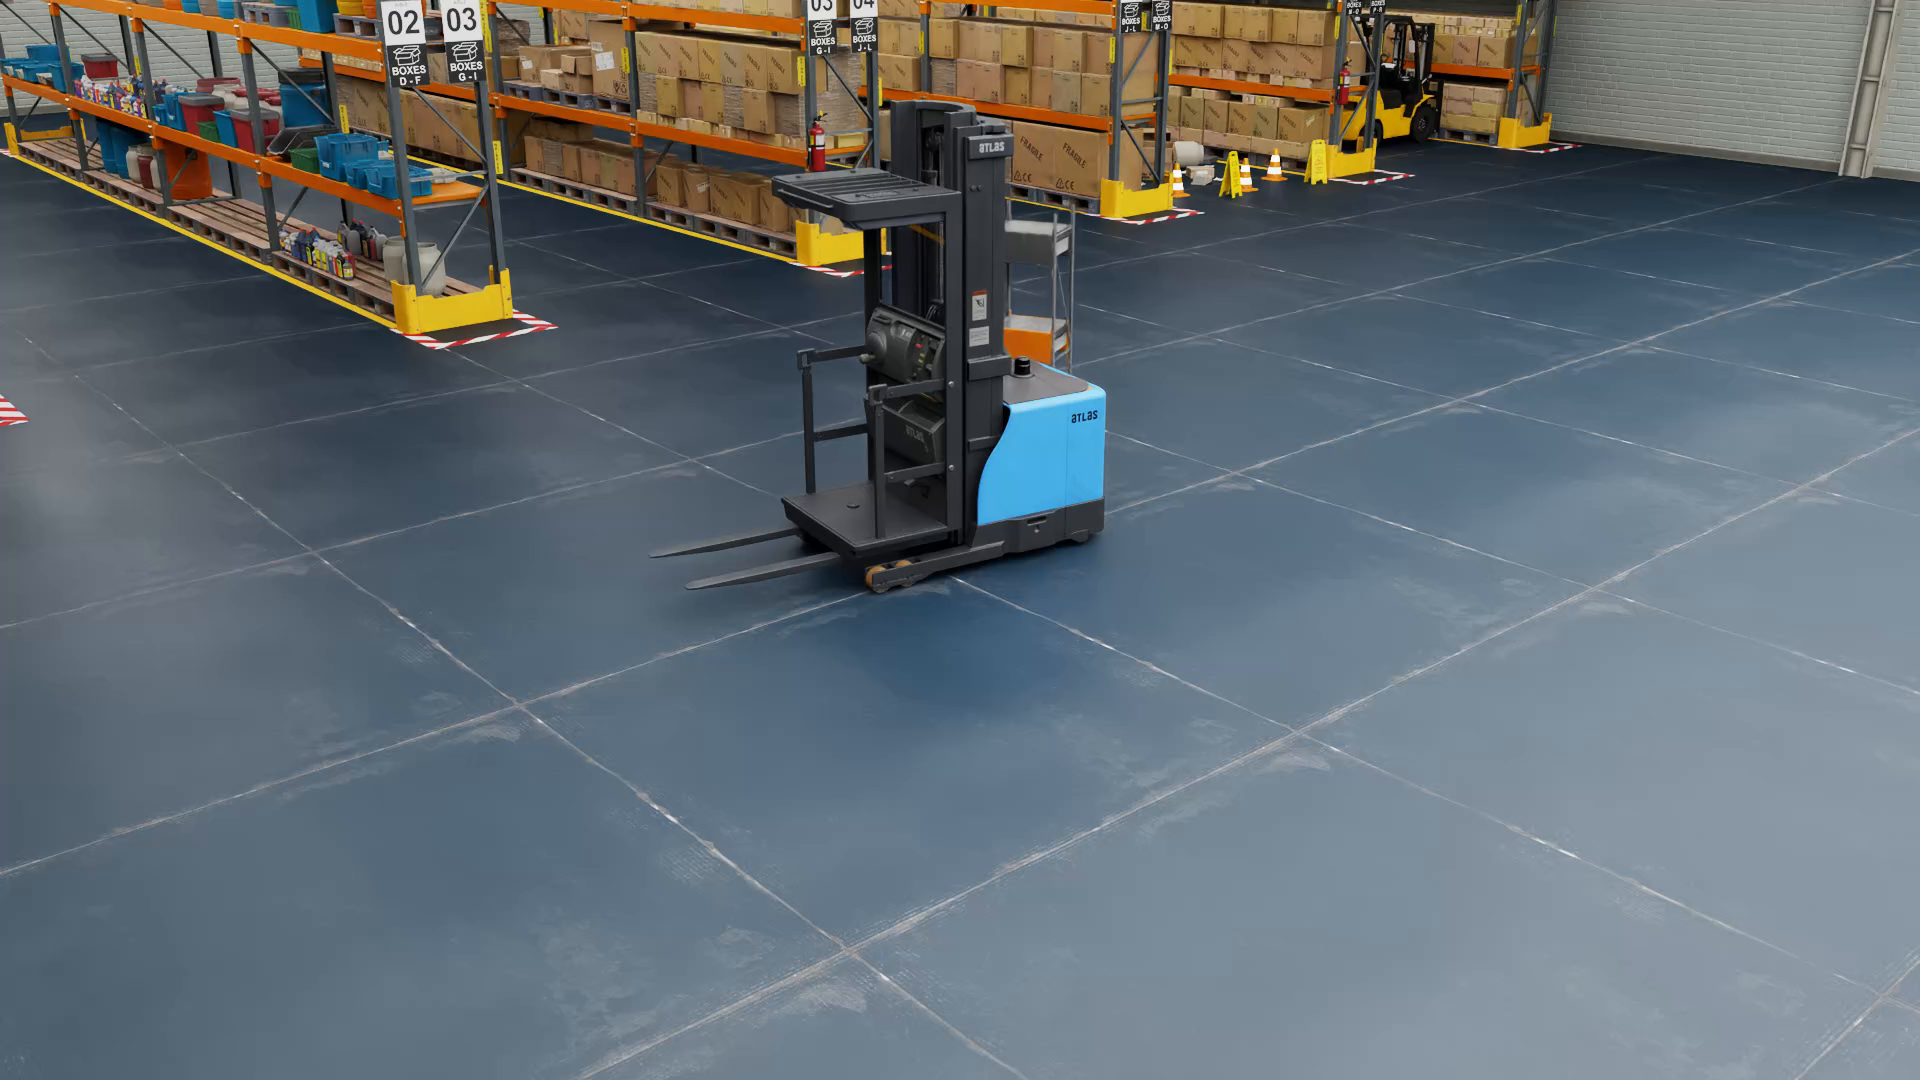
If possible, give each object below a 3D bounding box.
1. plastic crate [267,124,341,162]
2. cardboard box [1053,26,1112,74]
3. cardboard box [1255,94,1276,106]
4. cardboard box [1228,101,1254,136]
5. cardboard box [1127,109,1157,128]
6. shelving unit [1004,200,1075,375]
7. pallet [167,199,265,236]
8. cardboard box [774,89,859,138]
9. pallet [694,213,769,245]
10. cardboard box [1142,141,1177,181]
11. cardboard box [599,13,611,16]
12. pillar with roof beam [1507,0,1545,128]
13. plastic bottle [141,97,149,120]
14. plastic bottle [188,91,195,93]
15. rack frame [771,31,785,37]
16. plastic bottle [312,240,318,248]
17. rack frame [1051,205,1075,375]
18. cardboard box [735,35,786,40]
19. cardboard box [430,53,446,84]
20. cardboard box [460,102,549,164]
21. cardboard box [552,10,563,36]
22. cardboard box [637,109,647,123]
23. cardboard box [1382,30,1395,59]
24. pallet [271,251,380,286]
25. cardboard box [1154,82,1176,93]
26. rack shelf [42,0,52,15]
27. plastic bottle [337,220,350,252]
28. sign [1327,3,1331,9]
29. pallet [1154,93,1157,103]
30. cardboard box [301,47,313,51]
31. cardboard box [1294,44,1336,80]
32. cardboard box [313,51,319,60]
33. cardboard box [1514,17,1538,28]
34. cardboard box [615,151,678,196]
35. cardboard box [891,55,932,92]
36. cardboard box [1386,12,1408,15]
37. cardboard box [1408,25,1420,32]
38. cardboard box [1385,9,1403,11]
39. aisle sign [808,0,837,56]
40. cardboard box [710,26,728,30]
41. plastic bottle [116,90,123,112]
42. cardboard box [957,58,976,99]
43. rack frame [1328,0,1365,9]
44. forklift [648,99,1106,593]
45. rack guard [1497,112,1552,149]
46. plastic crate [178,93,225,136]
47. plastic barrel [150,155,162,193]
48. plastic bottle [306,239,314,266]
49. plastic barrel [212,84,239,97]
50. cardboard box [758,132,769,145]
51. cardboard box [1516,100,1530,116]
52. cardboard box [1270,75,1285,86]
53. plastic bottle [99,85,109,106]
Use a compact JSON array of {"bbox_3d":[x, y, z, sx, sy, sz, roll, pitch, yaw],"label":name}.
[{"bbox_3d":[-7.501,-4.536,19.038,0.767,0.338,0.504,-17,27,-37],"label":"plastic crate"},{"bbox_3d":[1.799,-6.781,22.999,0.875,0.550,0.550,-17,27,-37],"label":"cardboard box"},{"bbox_3d":[4.952,-7.055,26.660,0.380,0.149,0.250,-17,27,-37],"label":"cardboard box"},{"bbox_3d":[4.737,-6.882,27.107,0.500,0.500,0.500,-18,28,-39],"label":"cardboard box"},{"bbox_3d":[3.169,-7.395,29.278,0.950,0.372,0.625,-17,27,-37],"label":"cardboard box"},{"bbox_3d":[0.508,-1.367,12.090,0.503,2.100,0.431,9,24,21],"label":"shelving unit"},{"bbox_3d":[-9.881,-4.324,22.234,1.003,0.211,1.213,-17,27,-37],"label":"pallet"},{"bbox_3d":[-1.721,-5.158,19.995,0.875,0.500,0.500,-17,27,-37],"label":"cardboard box"},{"bbox_3d":[-2.728,-4.107,21.679,1.003,0.211,1.213,-17,27,-37],"label":"pallet"},{"bbox_3d":[3.060,-5.894,25.841,0.637,0.503,0.797,3,22,9],"label":"cardboard box"},{"bbox_3d":[-6.569,-10.285,31.714,0.500,0.500,0.500,-17,27,-36],"label":"cardboard box"},{"bbox_3d":[6.850,-10.532,26.034,9.100,9.000,0.400,-17,27,-37],"label":"pillar with roof beam"},{"bbox_3d":[-10.944,-5.801,22.343,0.061,0.283,0.133,-17,27,-37],"label":"plastic bottle"},{"bbox_3d":[-10.697,-6.112,23.146,0.152,0.276,0.135,-17,27,-37],"label":"plastic bottle"},{"bbox_3d":[-2.781,-8.177,28.249,1.000,3.000,0.127,-17,27,-37],"label":"rack frame"},{"bbox_3d":[-7.286,-3.269,18.855,0.097,0.271,0.097,0,21,0],"label":"plastic bottle"},{"bbox_3d":[0.733,-1.332,12.001,0.015,2.100,0.400,9,24,21],"label":"rack frame"},{"bbox_3d":[-2.515,-6.096,21.019,0.500,0.500,0.500,-17,27,-37],"label":"cardboard box"},{"bbox_3d":[-8.109,-7.571,26.564,0.500,0.500,0.500,-17,27,-36],"label":"cardboard box"},{"bbox_3d":[-7.040,-6.426,26.116,1.225,0.875,0.875,-19,28,-40],"label":"cardboard box"},{"bbox_3d":[-7.920,-10.383,33.335,0.500,0.500,0.500,-16,26,-35],"label":"cardboard box"},{"bbox_3d":[-4.081,-5.671,22.195,0.380,0.149,0.250,-17,27,-37],"label":"cardboard box"},{"bbox_3d":[8.047,-9.043,30.323,0.500,0.500,0.500,-18,28,-38],"label":"cardboard box"},{"bbox_3d":[-7.339,-3.246,19.483,1.003,0.211,1.213,-17,27,-37],"label":"pallet"},{"bbox_3d":[4.222,-9.664,34.895,0.500,0.500,0.500,-16,27,-36],"label":"cardboard box"},{"bbox_3d":[-14.274,-8.565,26.112,1.077,0.370,4.000,-17,27,-37],"label":"rack shelf"},{"bbox_3d":[-7.217,-3.568,19.510,0.144,0.351,0.185,-17,27,-37],"label":"plastic bottle"},{"bbox_3d":[6.867,-9.832,30.993,0.100,0.325,0.005,-17,27,-37],"label":"sign"},{"bbox_3d":[4.202,-9.483,35.407,1.003,0.211,1.213,-17,27,-37],"label":"pallet"},{"bbox_3d":[-11.718,-9.107,30.419,0.500,0.250,0.500,-18,28,-39],"label":"cardboard box"},{"bbox_3d":[5.562,-7.443,25.829,0.500,0.500,0.500,-18,28,-38],"label":"cardboard box"},{"bbox_3d":[-11.509,-8.800,30.183,0.380,0.149,0.250,-18,28,-39],"label":"cardboard box"},{"bbox_3d":[9.825,-8.987,28.881,0.380,0.149,0.250,-18,28,-38],"label":"cardboard box"},{"bbox_3d":[-4.378,-5.135,23.306,0.500,0.500,0.700,20,29,41],"label":"cardboard box"},{"bbox_3d":[-0.714,-7.199,25.615,0.500,0.500,0.500,-18,27,-38],"label":"cardboard box"},{"bbox_3d":[7.947,-9.510,30.216,0.380,0.149,0.250,-18,28,-38],"label":"cardboard box"},{"bbox_3d":[8.275,-9.227,29.903,0.380,0.149,0.250,-18,28,-38],"label":"cardboard box"},{"bbox_3d":[8.024,-9.783,30.914,0.380,0.149,0.250,-18,28,-38],"label":"cardboard box"},{"bbox_3d":[-1.570,-5.936,18.962,0.394,0.787,0.004,-17,27,-37],"label":"aisle sign"},{"bbox_3d":[-4.112,-8.842,28.900,0.380,0.149,0.250,-17,27,-37],"label":"cardboard box"},{"bbox_3d":[-11.690,-6.117,23.149,0.061,0.283,0.133,-17,27,-37],"label":"plastic bottle"},{"bbox_3d":[0.456,-6.896,24.773,0.875,0.550,0.550,-17,27,-37],"label":"cardboard box"},{"bbox_3d":[7.272,-9.461,31.527,1.000,3.000,0.127,-17,27,-37],"label":"rack frame"},{"bbox_3d":[-0.533,-1.247,10.650,3.031,2.935,1.130,-12,25,-29],"label":"forklift"},{"bbox_3d":[9.898,-7.185,29.144,1.175,0.500,0.348,-17,27,-37],"label":"rack guard"},{"bbox_3d":[-9.534,-5.356,20.958,0.402,0.464,0.583,-17,27,-37],"label":"plastic crate"},{"bbox_3d":[-11.126,-5.148,23.351,0.421,0.512,0.421,0,21,0],"label":"plastic barrel"},{"bbox_3d":[-7.334,-3.251,18.792,0.061,0.283,0.133,-16,26,-35],"label":"plastic bottle"},{"bbox_3d":[-9.524,-5.664,21.679,0.421,0.512,0.421,0,21,0],"label":"plastic barrel"},{"bbox_3d":[-2.242,-4.926,20.291,0.380,0.149,0.250,-17,27,-37],"label":"cardboard box"},{"bbox_3d":[9.733,-7.683,29.497,0.500,0.250,0.500,-17,27,-36],"label":"cardboard box"},{"bbox_3d":[5.127,-7.292,26.334,0.380,0.149,0.250,-17,27,-37],"label":"cardboard box"},{"bbox_3d":[-12.199,-6.354,23.765,0.152,0.276,0.135,-17,27,-37],"label":"plastic bottle"}]
